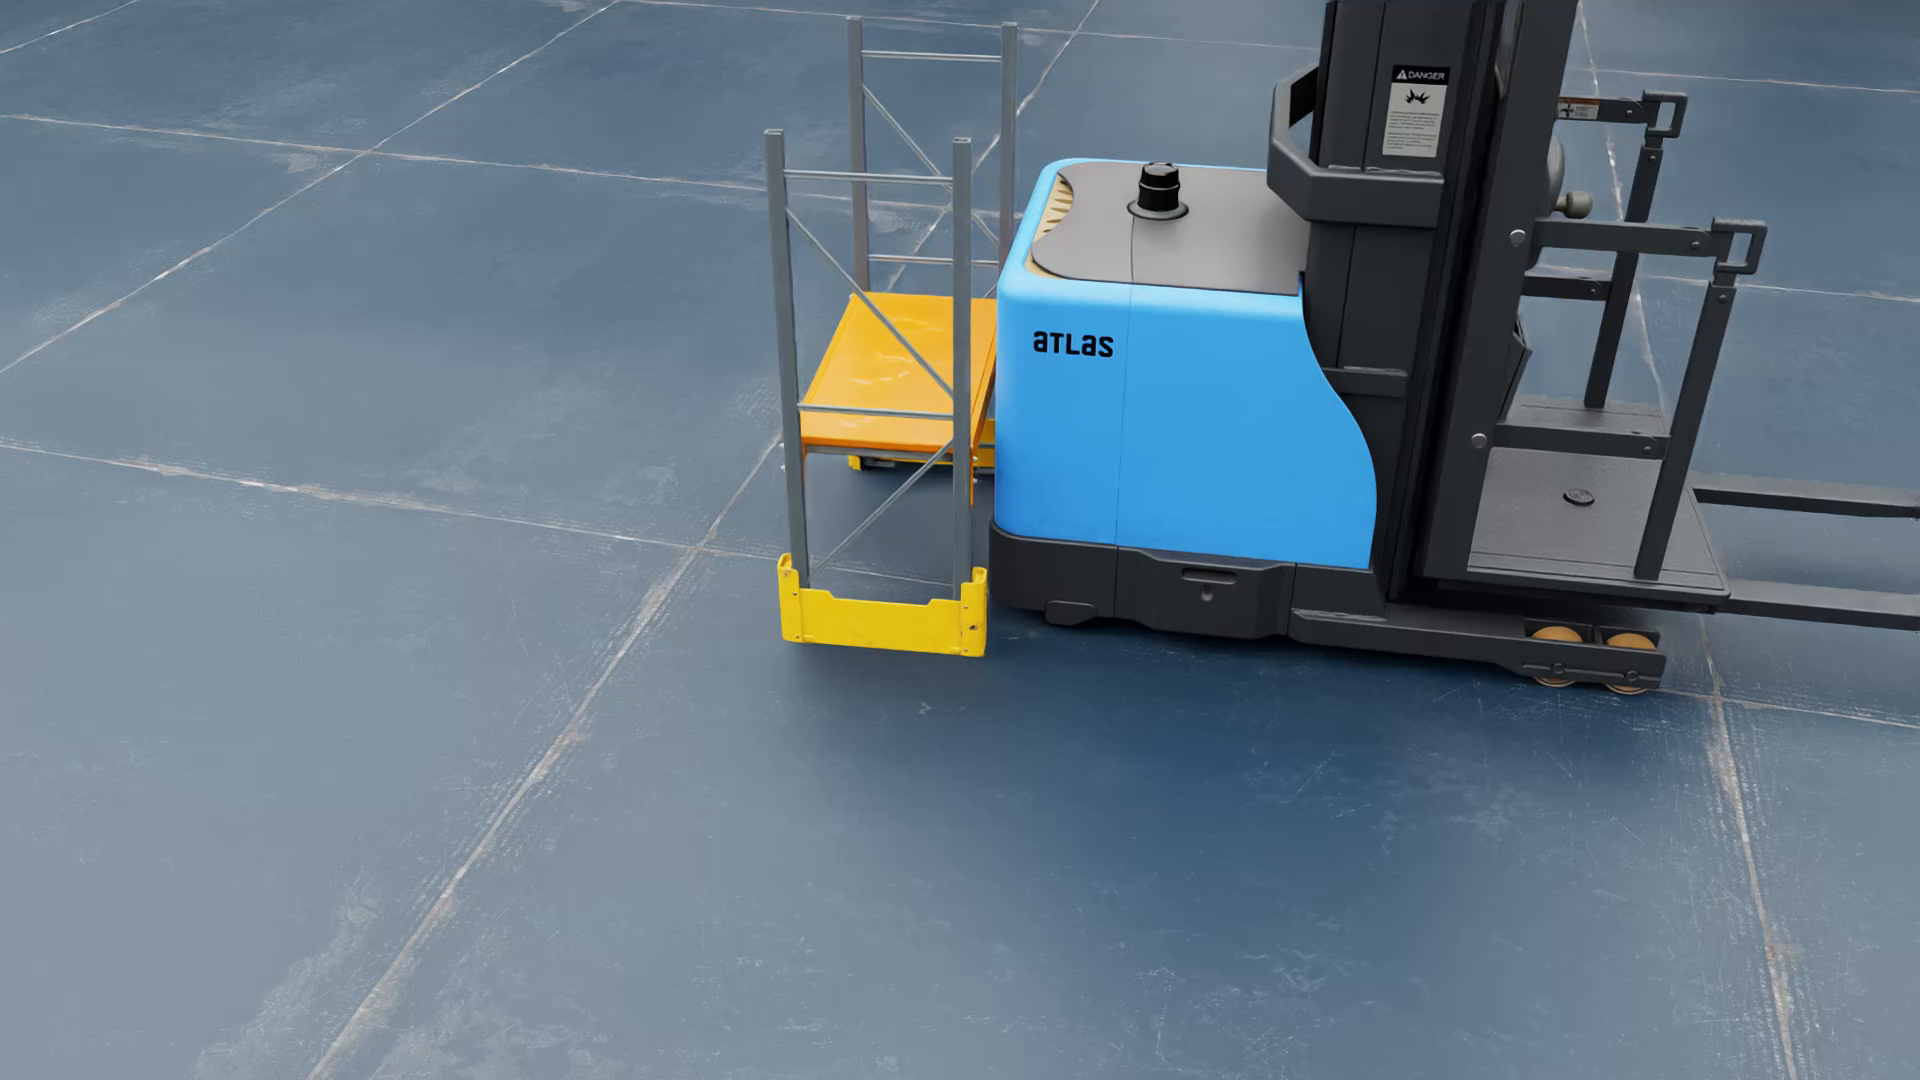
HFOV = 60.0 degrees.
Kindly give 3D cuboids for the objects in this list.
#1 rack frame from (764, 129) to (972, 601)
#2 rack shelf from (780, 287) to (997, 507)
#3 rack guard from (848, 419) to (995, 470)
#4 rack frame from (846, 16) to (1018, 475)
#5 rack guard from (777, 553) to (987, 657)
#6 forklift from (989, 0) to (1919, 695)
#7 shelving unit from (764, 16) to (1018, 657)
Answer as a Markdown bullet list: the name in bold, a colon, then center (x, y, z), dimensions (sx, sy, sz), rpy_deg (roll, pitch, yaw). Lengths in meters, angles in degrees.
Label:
- **rack frame**: center (-0.222, -0.333, 4.376), dimensions (0.500, 1.500, 0.032), rpy_deg (4, 33, 7)
- **rack shelf**: center (-0.152, -0.451, 4.897), dimensions (0.538, 0.185, 1.000), rpy_deg (4, 33, 7)
- **rack guard**: center (-0.083, -0.345, 5.560), dimensions (0.587, 0.250, 0.087), rpy_deg (4, 33, 7)
- **rack frame**: center (-0.083, -0.873, 5.226), dimensions (0.500, 1.500, 0.032), rpy_deg (4, 33, 7)
- **rack guard**: center (-0.219, 0.184, 4.727), dimensions (0.587, 0.250, 0.087), rpy_deg (4, 33, 7)
- **forklift**: center (1.651, -1.121, 4.281), dimensions (3.031, 2.935, 1.130), rpy_deg (5, 33, 9)
- **shelving unit**: center (-0.151, -0.608, 4.809), dimensions (0.587, 1.500, 1.083), rpy_deg (4, 33, 7)
